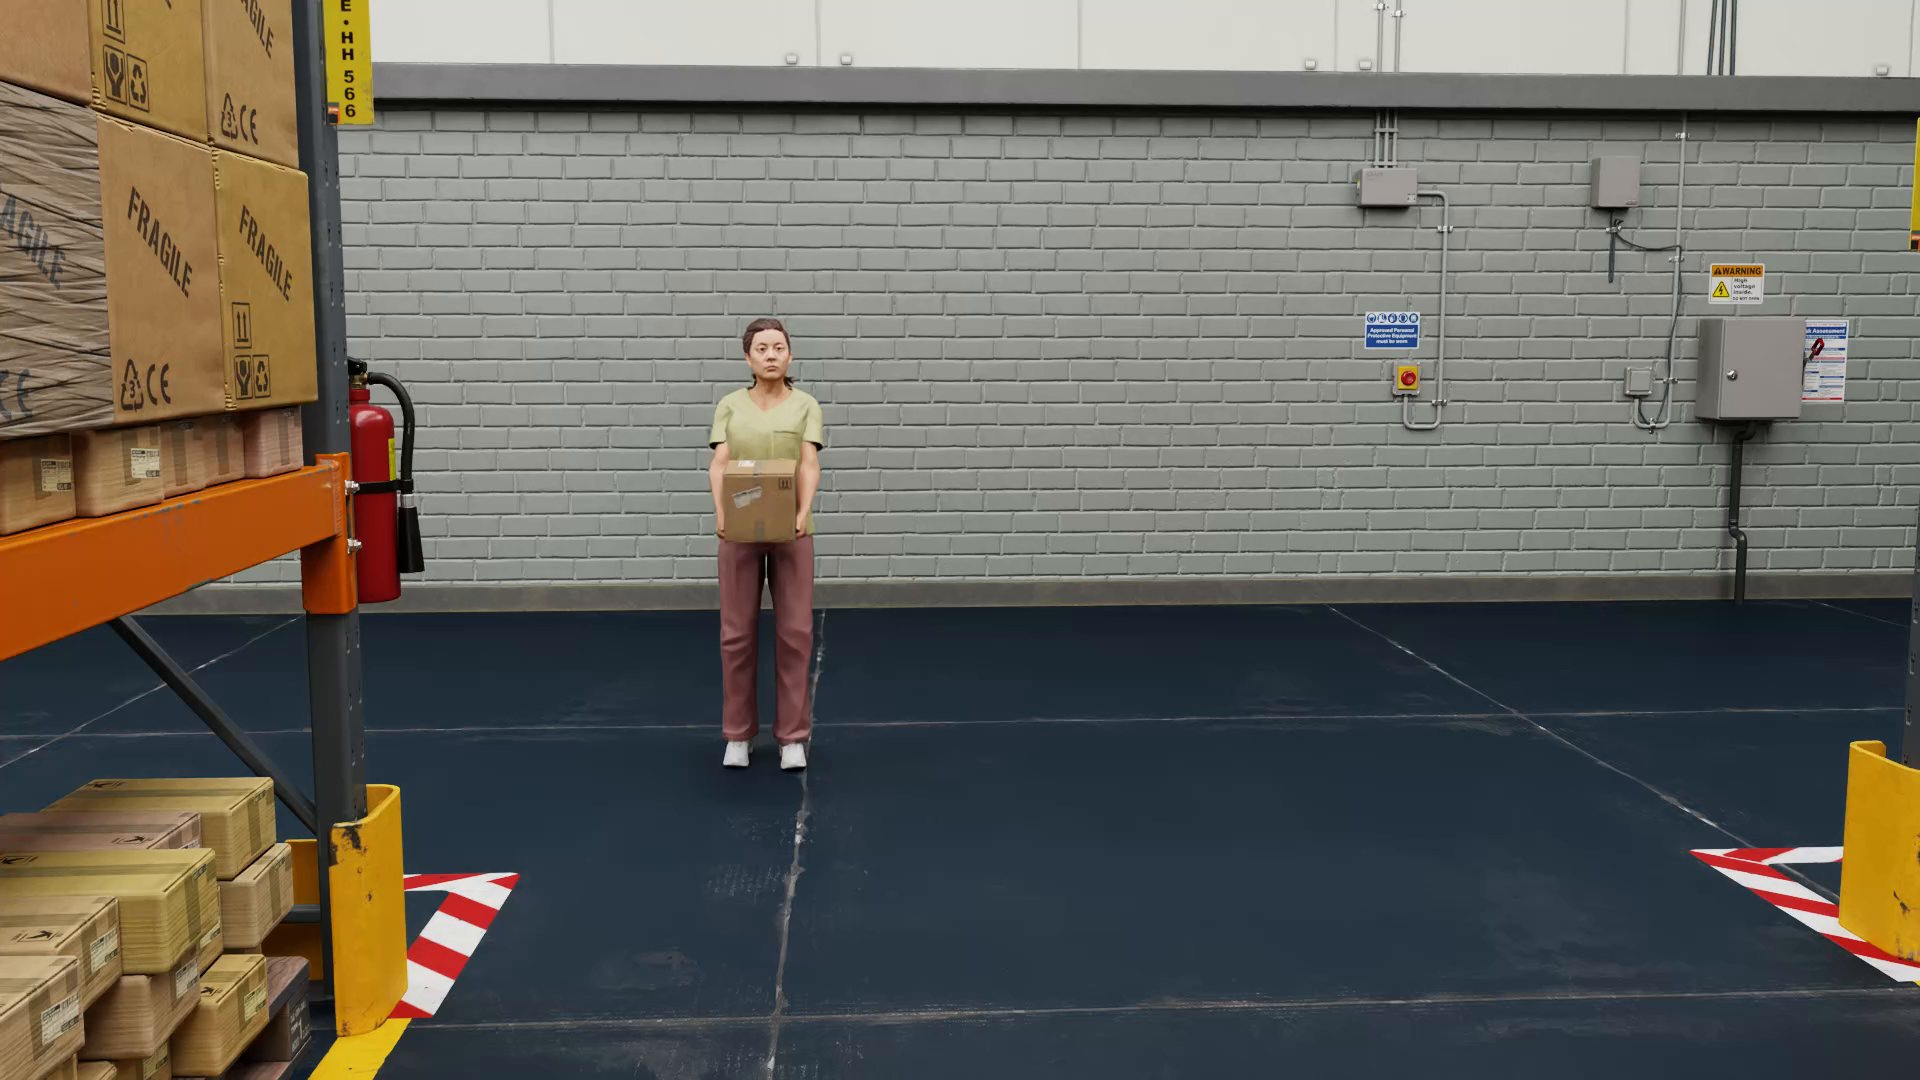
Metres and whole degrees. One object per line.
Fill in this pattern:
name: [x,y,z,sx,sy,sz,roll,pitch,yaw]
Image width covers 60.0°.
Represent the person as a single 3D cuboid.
person: [-0.719,0.038,6.189,0.424,1.619,0.551,0,7,-3]
